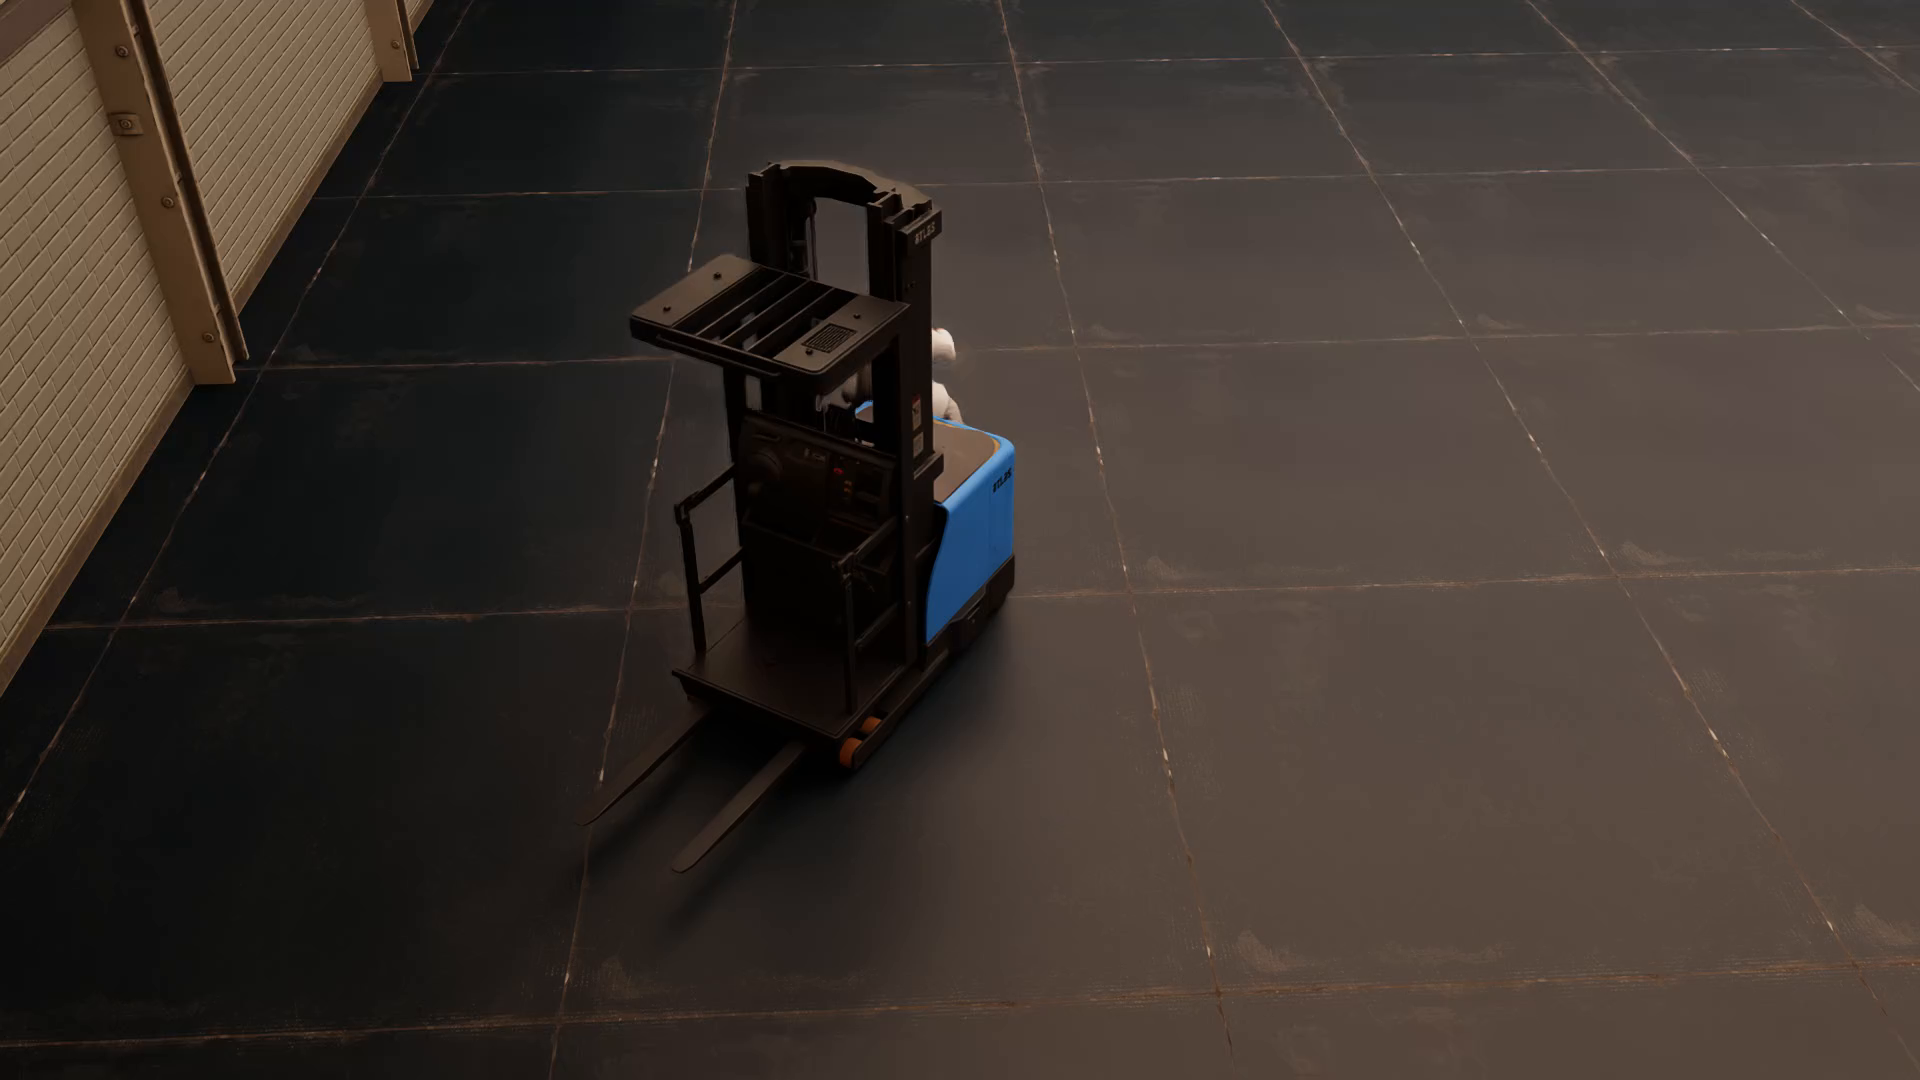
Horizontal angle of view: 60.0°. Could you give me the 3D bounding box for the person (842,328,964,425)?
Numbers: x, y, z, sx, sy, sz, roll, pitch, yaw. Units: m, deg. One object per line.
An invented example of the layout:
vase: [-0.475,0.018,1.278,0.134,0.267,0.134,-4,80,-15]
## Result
person: [-0.351,-1.042,10.597,0.886,1.566,0.773,6,36,8]

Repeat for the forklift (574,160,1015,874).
forklift: [-0.854,-0.281,8.396,1.130,2.935,3.031,19,40,24]
